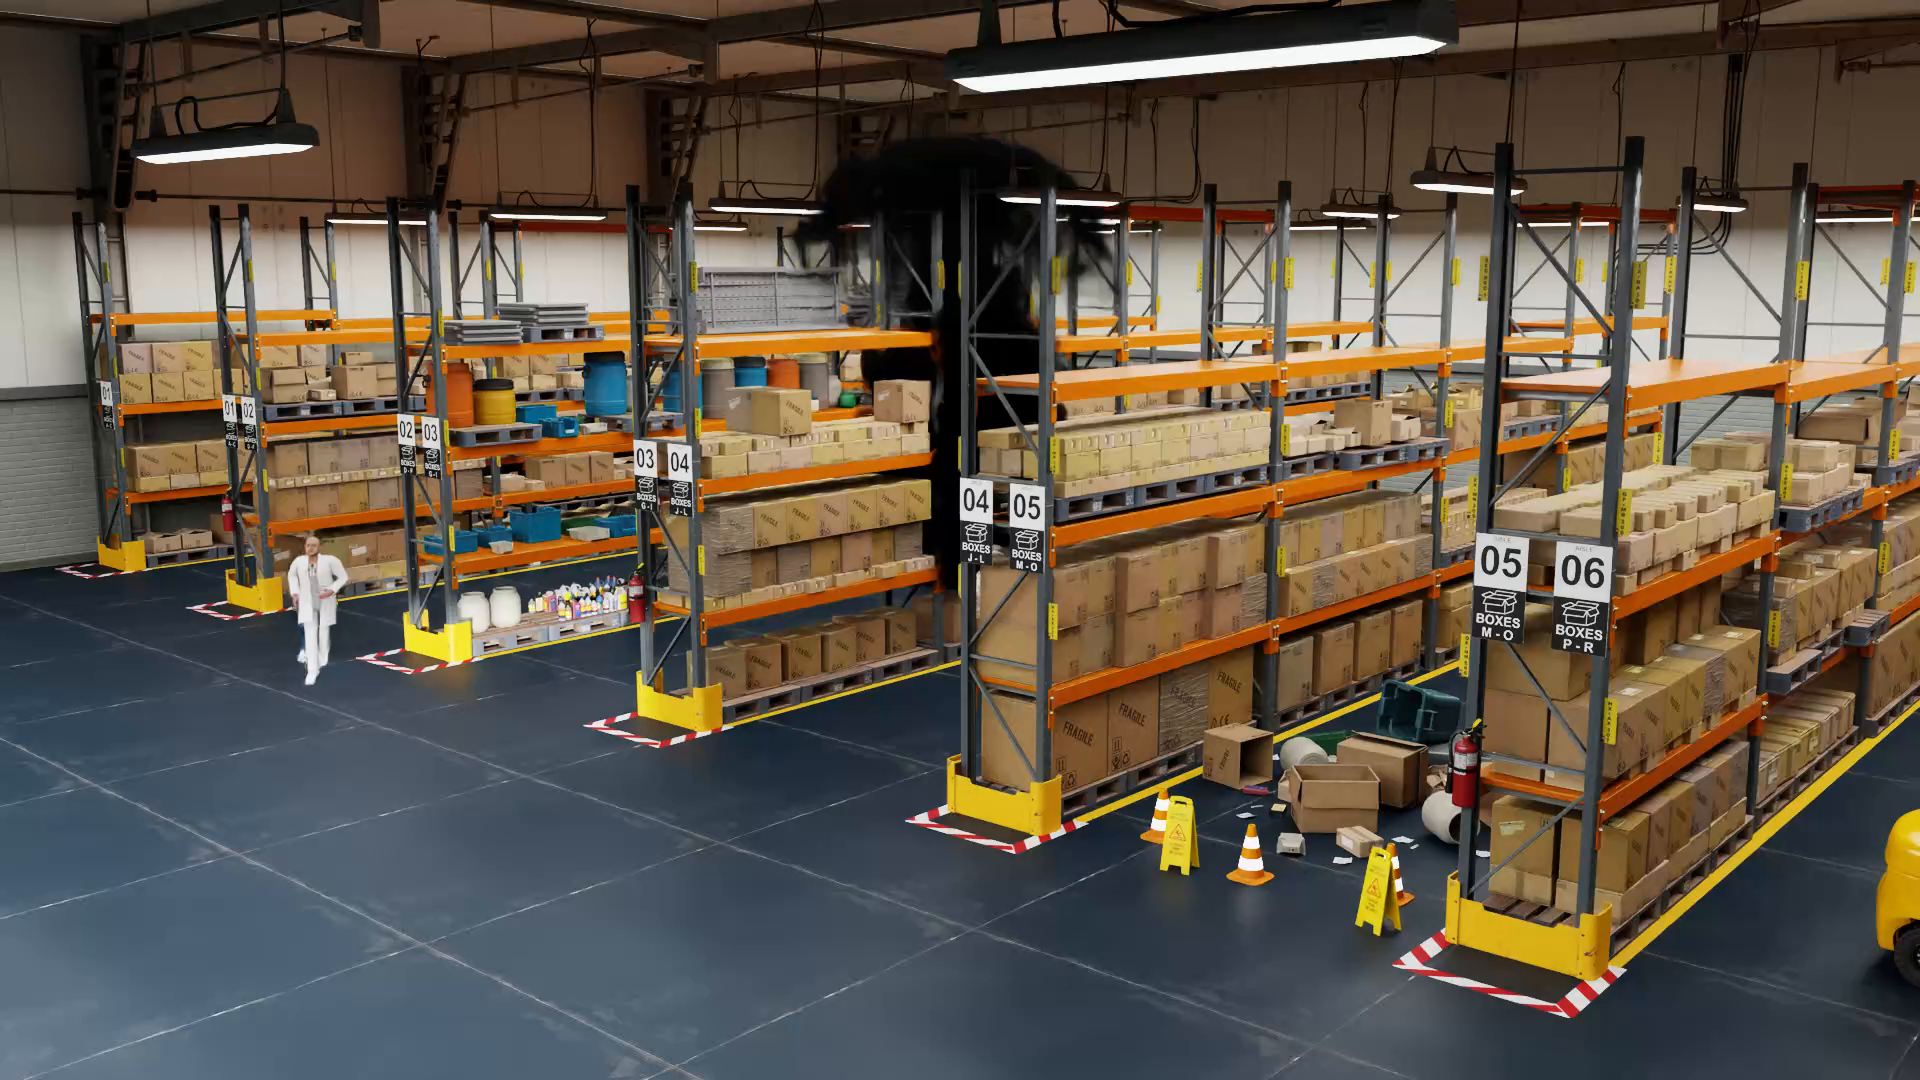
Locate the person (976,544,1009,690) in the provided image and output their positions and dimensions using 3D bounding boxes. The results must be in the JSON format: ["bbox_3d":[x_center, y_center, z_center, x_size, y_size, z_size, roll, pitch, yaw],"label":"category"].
[{"bbox_3d":[0.381,0.975,18.437,0.640,1.894,0.729,6,11,33],"label":"person"}]

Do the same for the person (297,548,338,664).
[{"bbox_3d":[-8.449,0.813,21.700,0.553,1.589,0.641,2,10,11],"label":"person"}]

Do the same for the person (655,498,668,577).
[{"bbox_3d":[-5.027,-0.106,26.994,0.520,1.635,0.706,8,13,42],"label":"person"}]

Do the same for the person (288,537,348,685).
[{"bbox_3d":[-8.055,0.837,20.913,0.722,1.814,0.932,-2,10,-15],"label":"person"}]
